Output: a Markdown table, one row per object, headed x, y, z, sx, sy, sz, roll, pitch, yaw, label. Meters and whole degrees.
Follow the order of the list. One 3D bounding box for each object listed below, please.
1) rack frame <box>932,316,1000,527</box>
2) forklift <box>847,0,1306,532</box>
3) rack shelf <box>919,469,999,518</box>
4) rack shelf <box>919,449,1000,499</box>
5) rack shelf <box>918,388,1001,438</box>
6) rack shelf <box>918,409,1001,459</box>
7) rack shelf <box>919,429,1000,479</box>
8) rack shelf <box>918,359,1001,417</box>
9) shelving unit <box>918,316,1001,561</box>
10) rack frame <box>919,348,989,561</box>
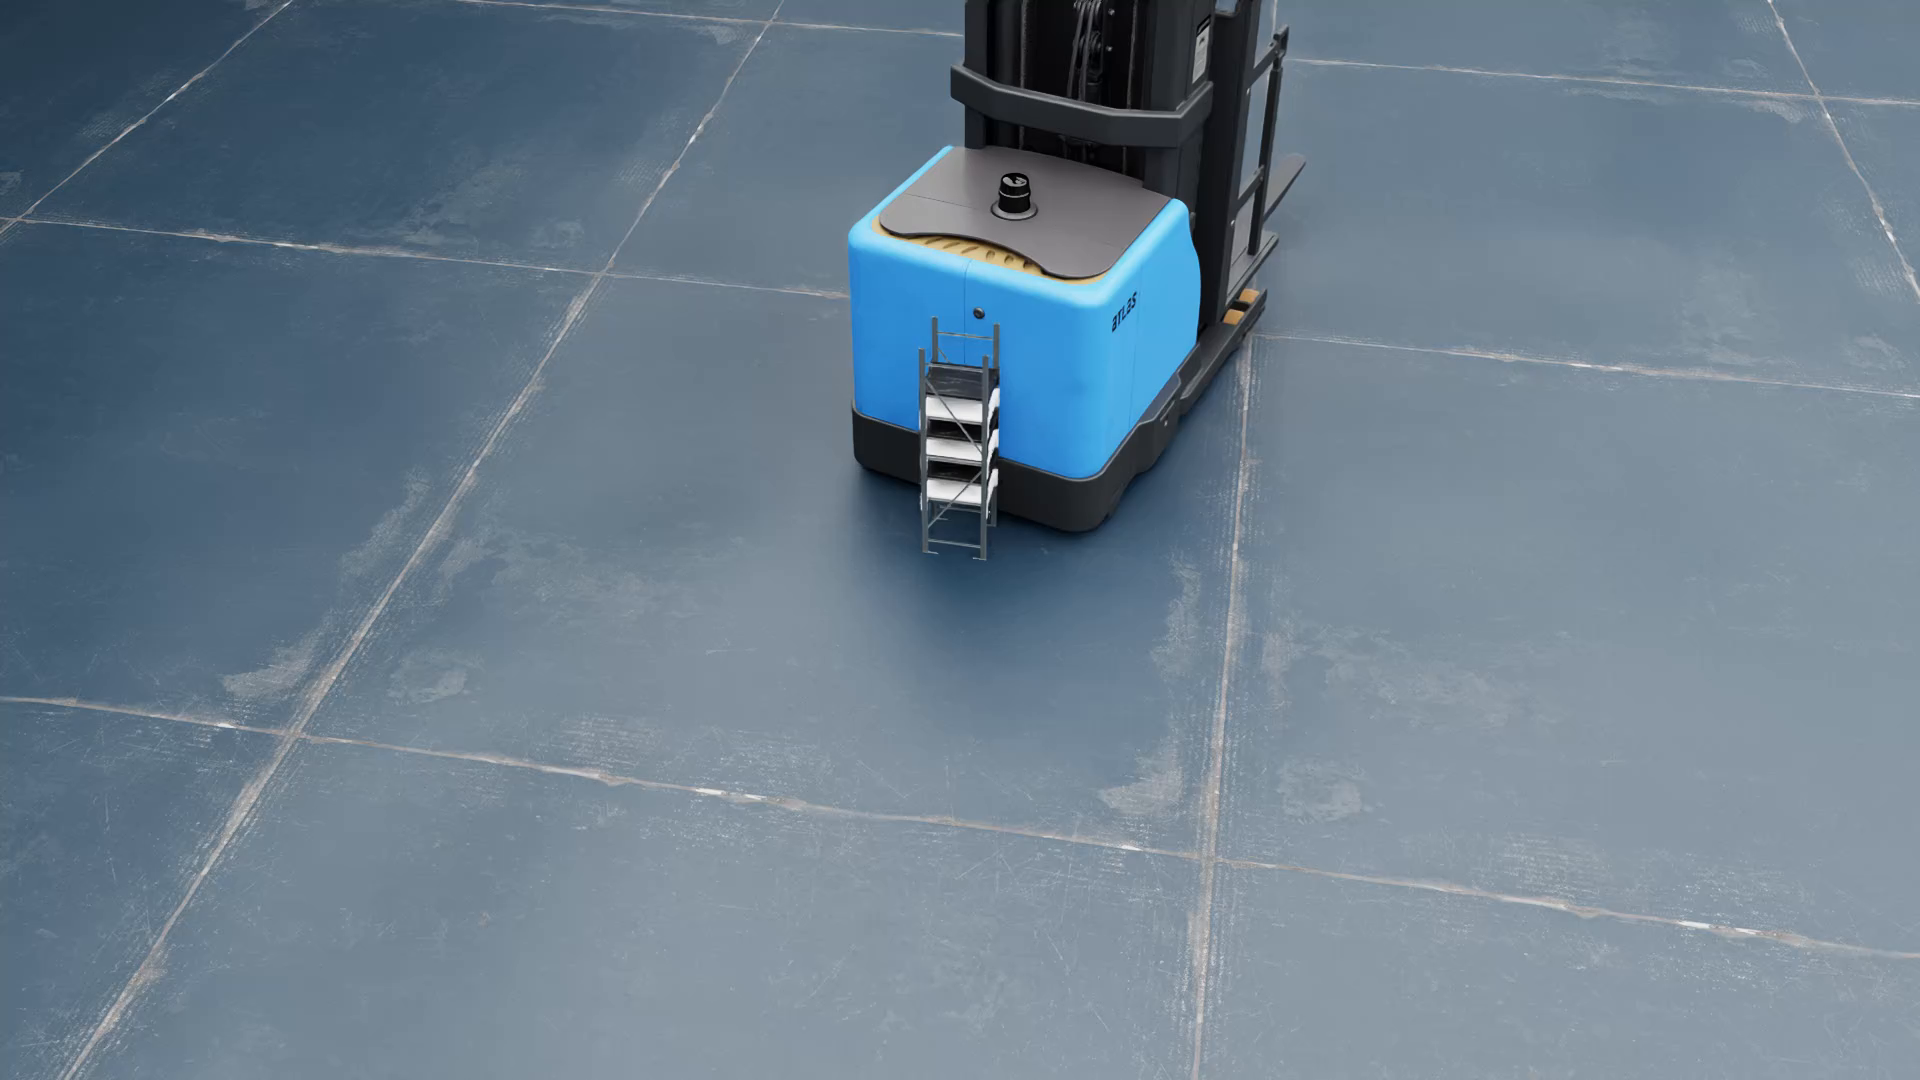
| x | y | z | sx | sy | sz | roll | pitch | yaw | label |
| --- | --- | --- | --- | --- | --- | --- | --- | --- | --- |
| 0.020 | -0.413 | 6.044 | 0.240 | 0.900 | 0.006 | 7 | 40 | 9 | rack frame |
| 0.708 | -2.089 | 6.477 | 1.130 | 2.935 | 3.031 | 18 | 43 | 21 | forklift |
| -0.001 | -0.185 | 6.103 | 0.258 | 0.077 | 0.200 | 7 | 40 | 9 | rack shelf |
| -0.001 | -0.255 | 6.045 | 0.258 | 0.077 | 0.200 | 7 | 40 | 9 | rack shelf |
| -0.001 | -0.463 | 5.873 | 0.258 | 0.077 | 0.200 | 7 | 40 | 9 | rack shelf |
| -0.001 | -0.394 | 5.931 | 0.258 | 0.077 | 0.200 | 7 | 40 | 9 | rack shelf |
| -0.001 | -0.324 | 5.988 | 0.258 | 0.077 | 0.200 | 7 | 40 | 9 | rack shelf |
| -0.001 | -0.532 | 5.816 | 0.258 | 0.077 | 0.200 | 7 | 40 | 9 | rack shelf |
| -0.001 | -0.350 | 5.967 | 0.258 | 0.900 | 0.210 | 7 | 40 | 9 | shelving unit |
| -0.021 | -0.287 | 5.890 | 0.240 | 0.900 | 0.006 | 7 | 40 | 9 | rack frame |
